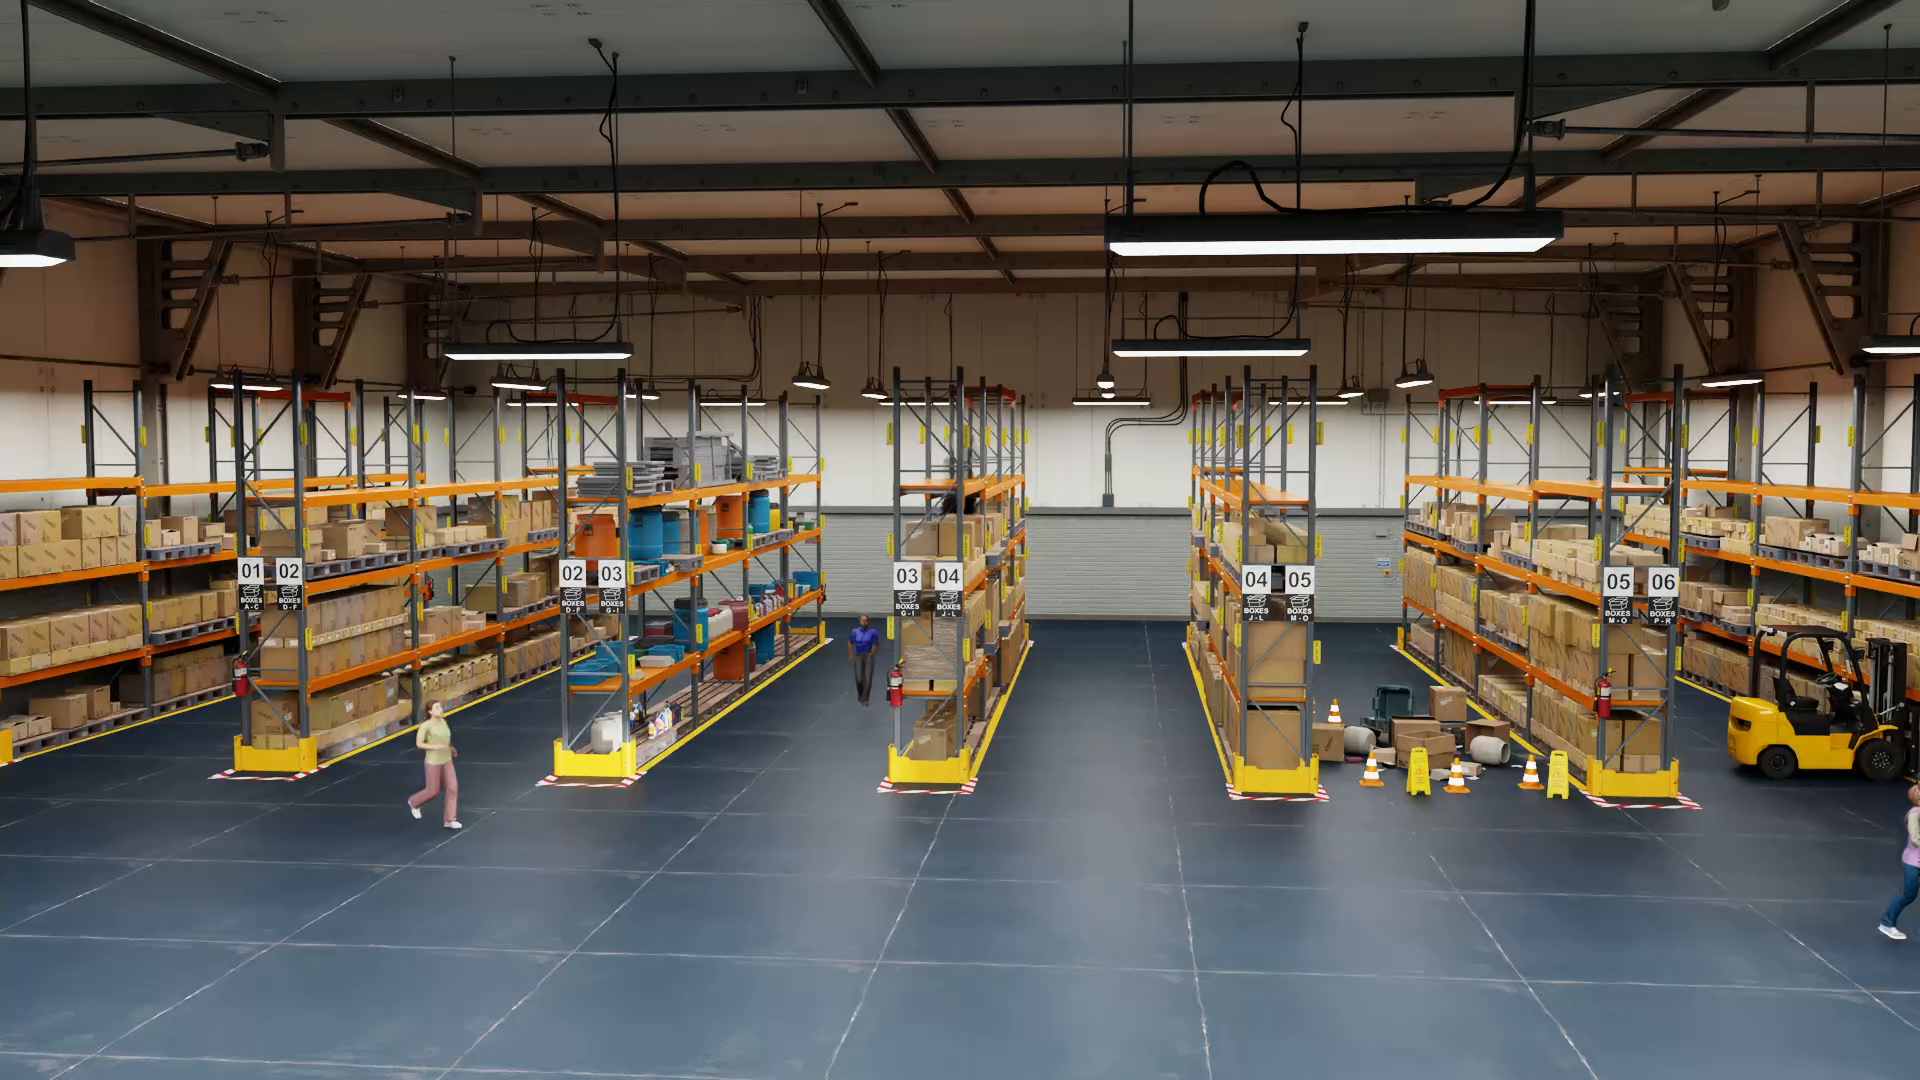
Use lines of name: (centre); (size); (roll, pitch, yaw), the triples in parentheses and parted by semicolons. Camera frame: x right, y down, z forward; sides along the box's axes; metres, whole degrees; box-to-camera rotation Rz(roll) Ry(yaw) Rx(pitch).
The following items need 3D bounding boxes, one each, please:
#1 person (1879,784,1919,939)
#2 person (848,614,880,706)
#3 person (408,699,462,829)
person: (9.378, 3.193, 16.234); (0.507, 1.641, 0.702); (-2, 4, -32)
person: (-1.683, 2.104, 29.023); (0.559, 1.621, 0.585); (0, 4, -1)
person: (-6.708, 2.853, 21.301); (0.867, 1.640, 0.589); (2, 4, 31)
